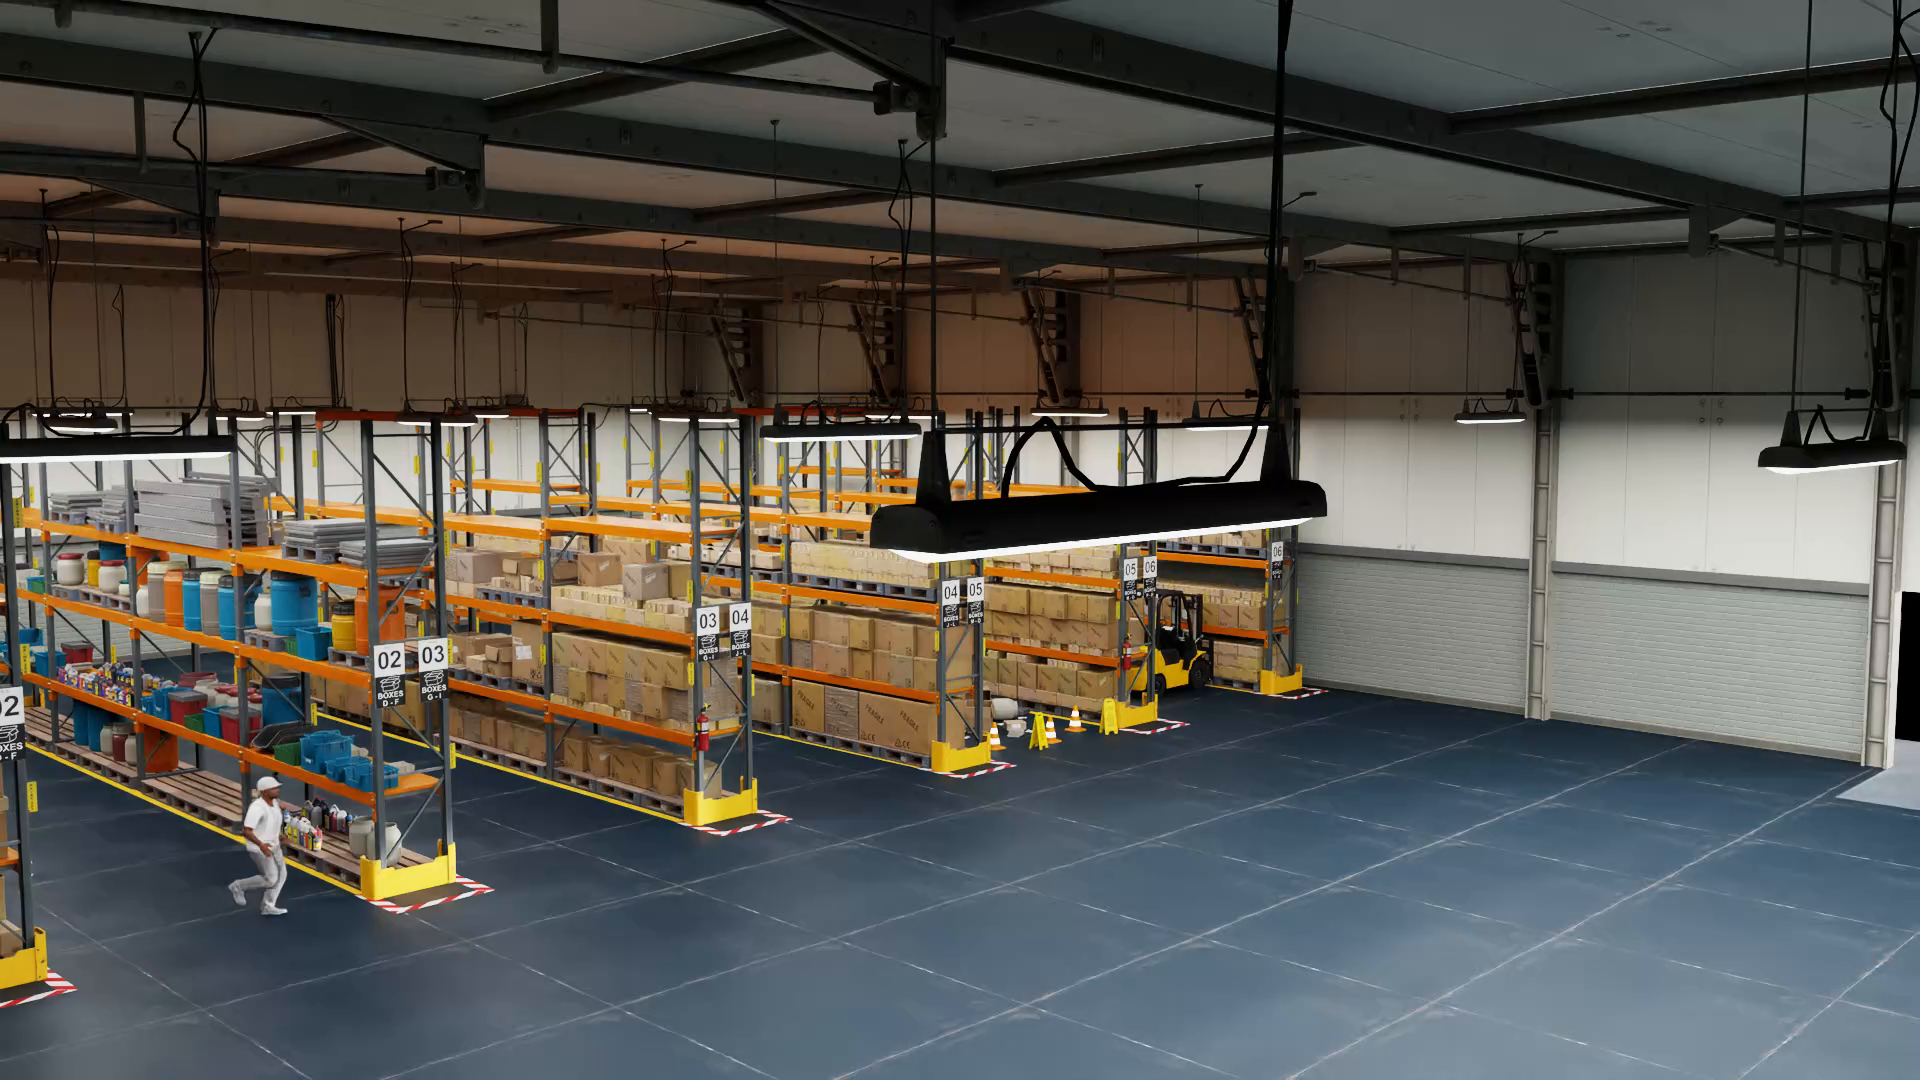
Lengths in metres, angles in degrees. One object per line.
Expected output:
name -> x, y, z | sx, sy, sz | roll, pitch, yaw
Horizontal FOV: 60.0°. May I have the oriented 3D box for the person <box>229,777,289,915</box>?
person -> -8.484, 3.701, 20.125 | 0.667, 1.702, 0.686 | 0, 5, 5
